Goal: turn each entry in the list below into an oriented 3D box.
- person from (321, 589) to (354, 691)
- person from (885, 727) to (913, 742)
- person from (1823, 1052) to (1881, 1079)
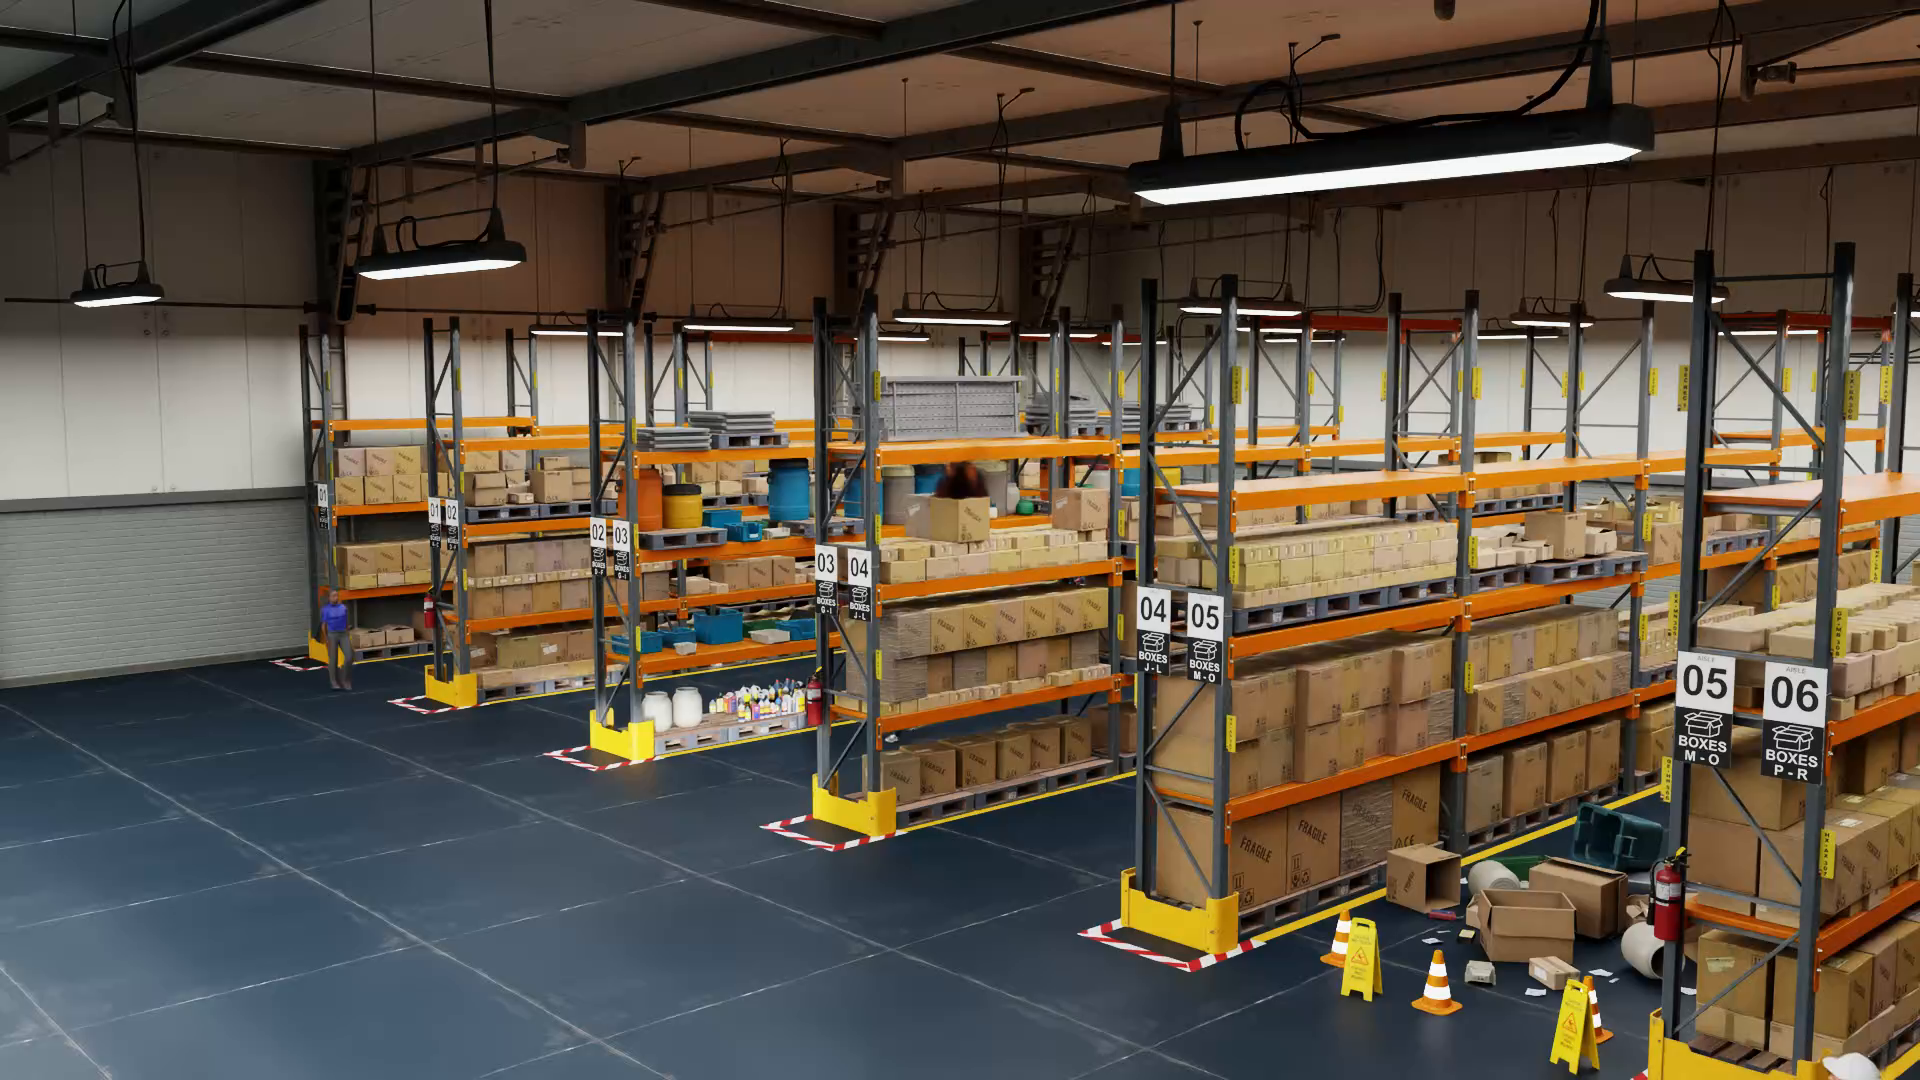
[{"bbox_3d":[-10.101,1.628,26.939,0.450,1.680,0.495,-4,7,-33],"label":"person"},{"bbox_3d":[-0.876,2.027,23.461,0.482,1.536,0.839,4,7,37],"label":"person"},{"bbox_3d":[4.467,3.448,8.440,1.096,1.743,0.491,2,6,17],"label":"person"}]
